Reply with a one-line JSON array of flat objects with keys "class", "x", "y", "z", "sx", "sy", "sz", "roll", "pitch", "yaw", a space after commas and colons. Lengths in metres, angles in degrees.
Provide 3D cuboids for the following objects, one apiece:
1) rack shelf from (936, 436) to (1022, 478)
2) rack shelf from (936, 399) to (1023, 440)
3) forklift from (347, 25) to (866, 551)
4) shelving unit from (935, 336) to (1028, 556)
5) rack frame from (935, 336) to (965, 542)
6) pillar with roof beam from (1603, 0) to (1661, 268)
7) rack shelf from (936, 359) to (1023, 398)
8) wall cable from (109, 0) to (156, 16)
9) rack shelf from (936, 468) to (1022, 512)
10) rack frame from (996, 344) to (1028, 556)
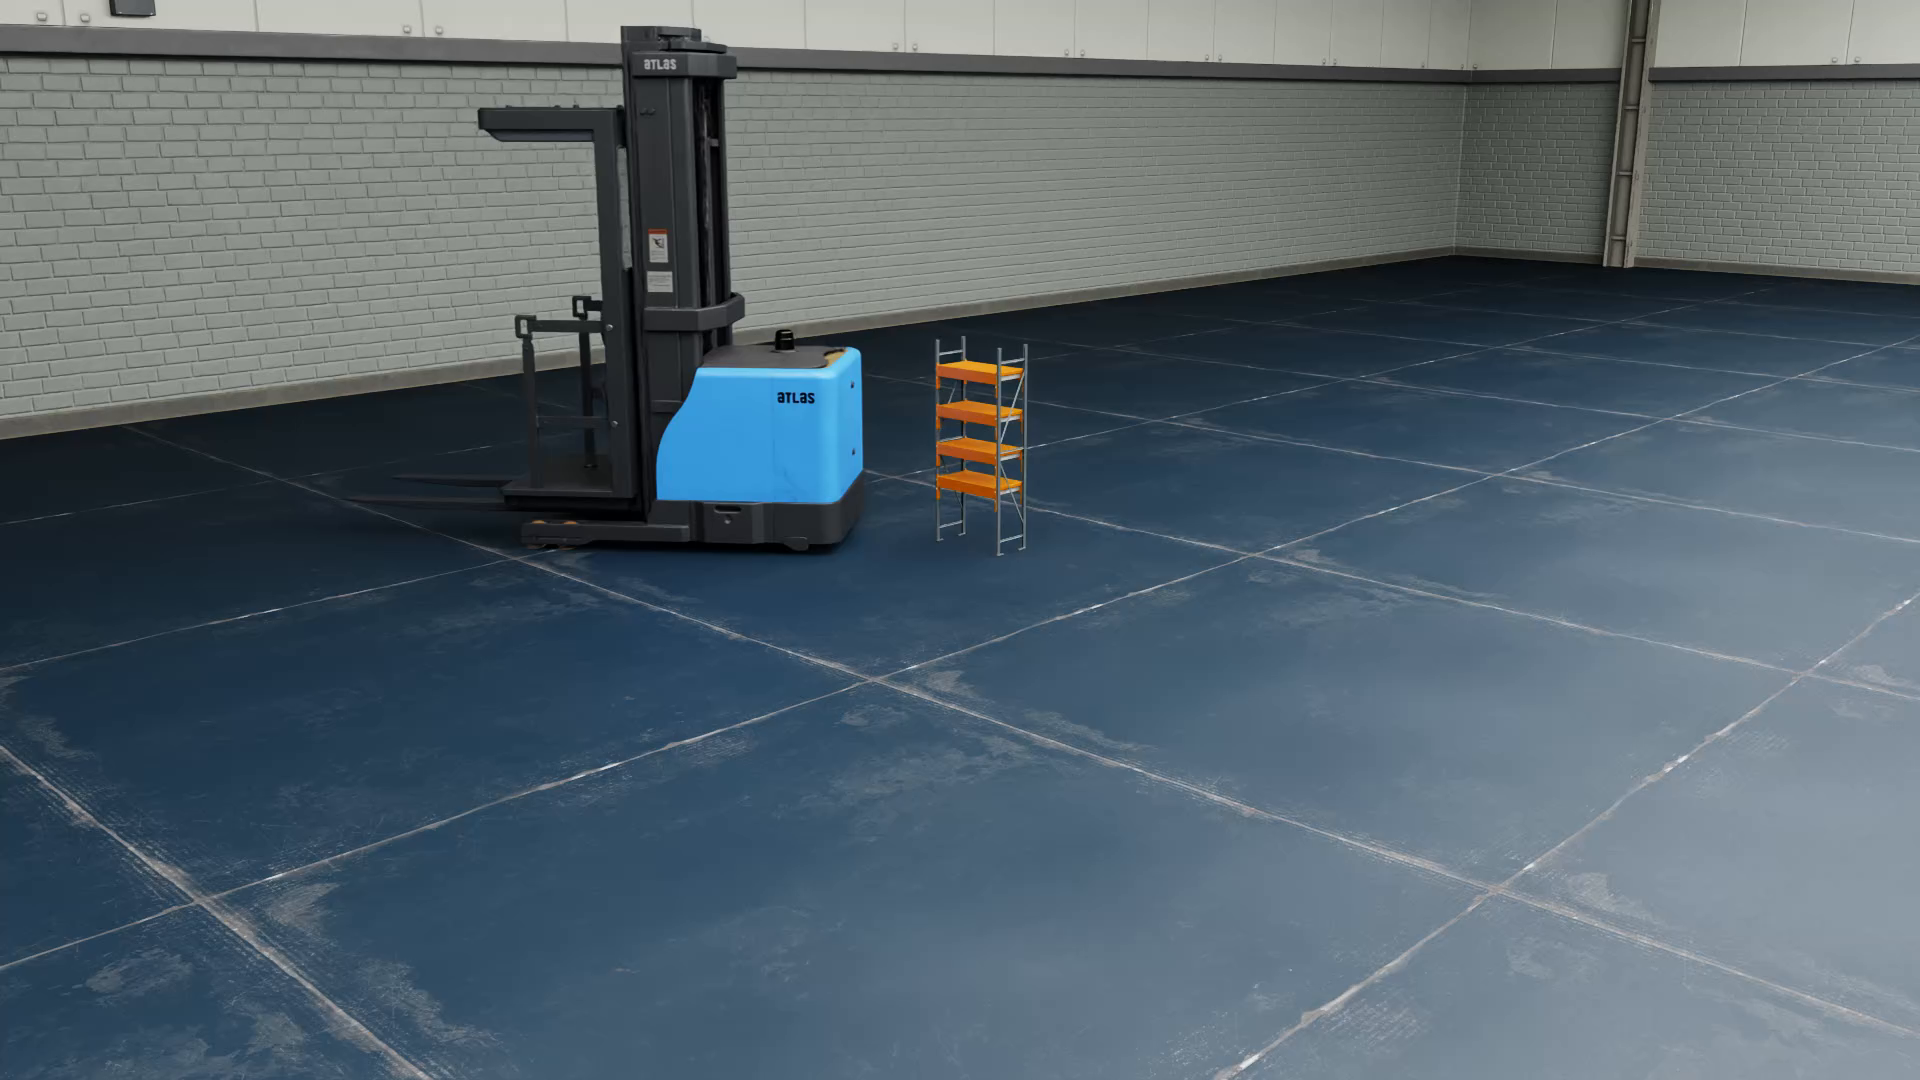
[{"class": "rack shelf", "x": 0.119, "y": -0.487, "z": 9.687, "sx": 0.480, "sy": 0.148, "sz": 0.258, "roll": 14, "pitch": 20, "yaw": 42}, {"class": "rack shelf", "x": 0.119, "y": -0.703, "z": 9.630, "sx": 0.480, "sy": 0.148, "sz": 0.258, "roll": 14, "pitch": 20, "yaw": 42}, {"class": "forklift", "x": -2.145, "y": -1.491, "z": 9.841, "sx": 3.031, "sy": 2.935, "sz": 1.130, "roll": 2, "pitch": 15, "yaw": 6}, {"class": "shelving unit", "x": 0.119, "y": -0.552, "z": 9.670, "sx": 0.503, "sy": 1.200, "sz": 0.258, "roll": 14, "pitch": 20, "yaw": 42}, {"class": "rack frame", "x": -0.057, "y": -0.594, "z": 9.833, "sx": 0.015, "sy": 1.200, "sz": 0.240, "roll": 14, "pitch": 20, "yaw": 42}, {"class": "pillar with roof beam", "x": 7.697, "y": -8.017, "z": 22.854, "sx": 0.400, "sy": 9.000, "sz": 9.100, "roll": 14, "pitch": 20, "yaw": 42}, {"class": "rack shelf", "x": 0.119, "y": -0.932, "z": 9.571, "sx": 0.480, "sy": 0.148, "sz": 0.258, "roll": 14, "pitch": 20, "yaw": 42}, {"class": "wall cable", "x": -5.781, "y": -7.203, "z": 12.984, "sx": 0.169, "sy": 6.003, "sz": 2.305, "roll": 14, "pitch": 20, "yaw": 42}, {"class": "rack shelf", "x": 0.119, "y": -0.294, "z": 9.737, "sx": 0.480, "sy": 0.148, "sz": 0.258, "roll": 14, "pitch": 20, "yaw": 42}, {"class": "rack frame", "x": 0.295, "y": -0.509, "z": 9.506, "sx": 0.015, "sy": 1.200, "sz": 0.240, "roll": 14, "pitch": 20, "yaw": 42}]
